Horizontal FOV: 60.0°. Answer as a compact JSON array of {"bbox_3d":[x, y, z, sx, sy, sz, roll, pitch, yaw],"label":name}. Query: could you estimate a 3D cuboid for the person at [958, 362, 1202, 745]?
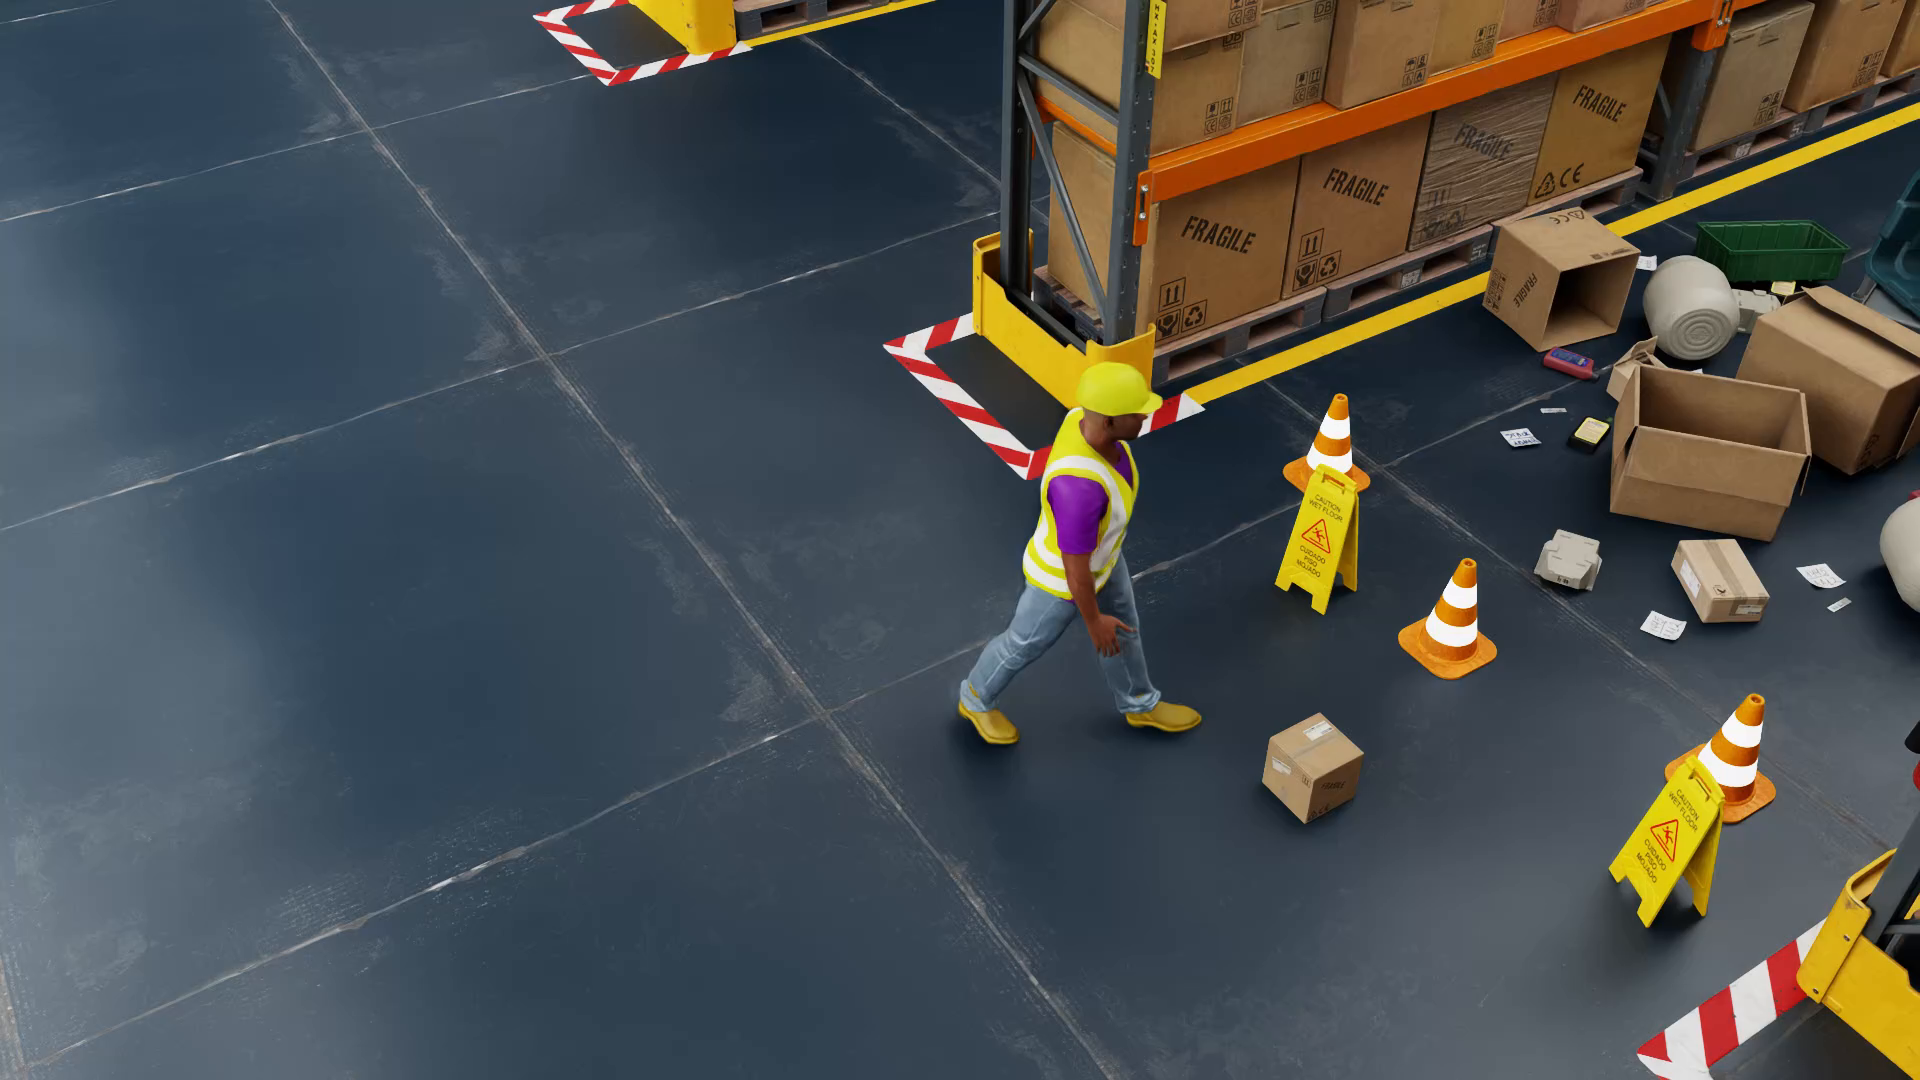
[{"bbox_3d":[0.452,0.104,6.028,0.925,1.735,0.582,16,43,18],"label":"person"}]
